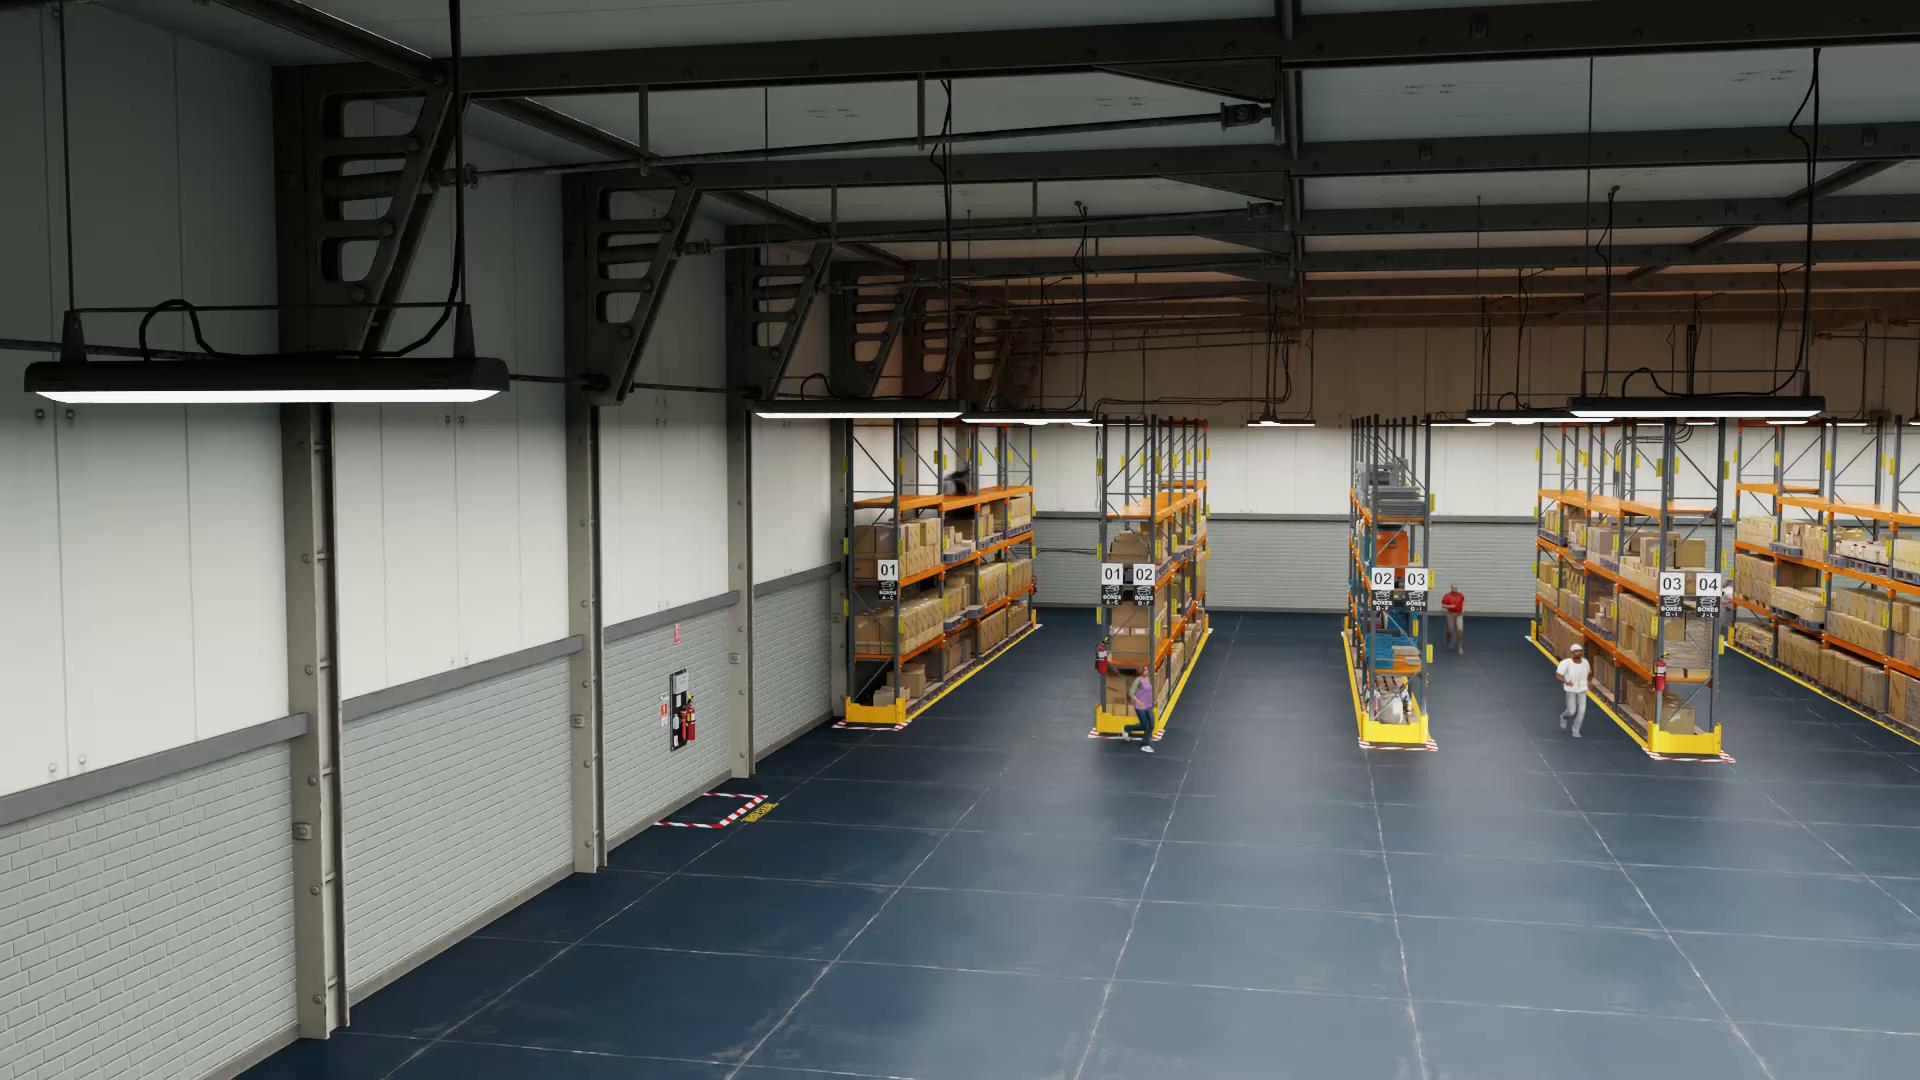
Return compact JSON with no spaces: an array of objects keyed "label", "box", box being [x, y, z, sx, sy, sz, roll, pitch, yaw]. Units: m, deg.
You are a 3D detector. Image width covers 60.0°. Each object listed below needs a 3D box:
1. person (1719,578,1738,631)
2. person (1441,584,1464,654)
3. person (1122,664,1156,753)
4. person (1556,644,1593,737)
[{"label":"person","box":[20.882,1.894,45.253,0.792,1.763,0.793,0,4,4]},{"label":"person","box":[12.700,2.015,42.794,0.649,1.789,0.862,0,4,2]},{"label":"person","box":[3.227,2.982,29.638,0.653,1.561,0.554,3,5,40]},{"label":"person","box":[11.461,2.792,31.009,0.704,1.725,0.668,0,4,-4]}]
